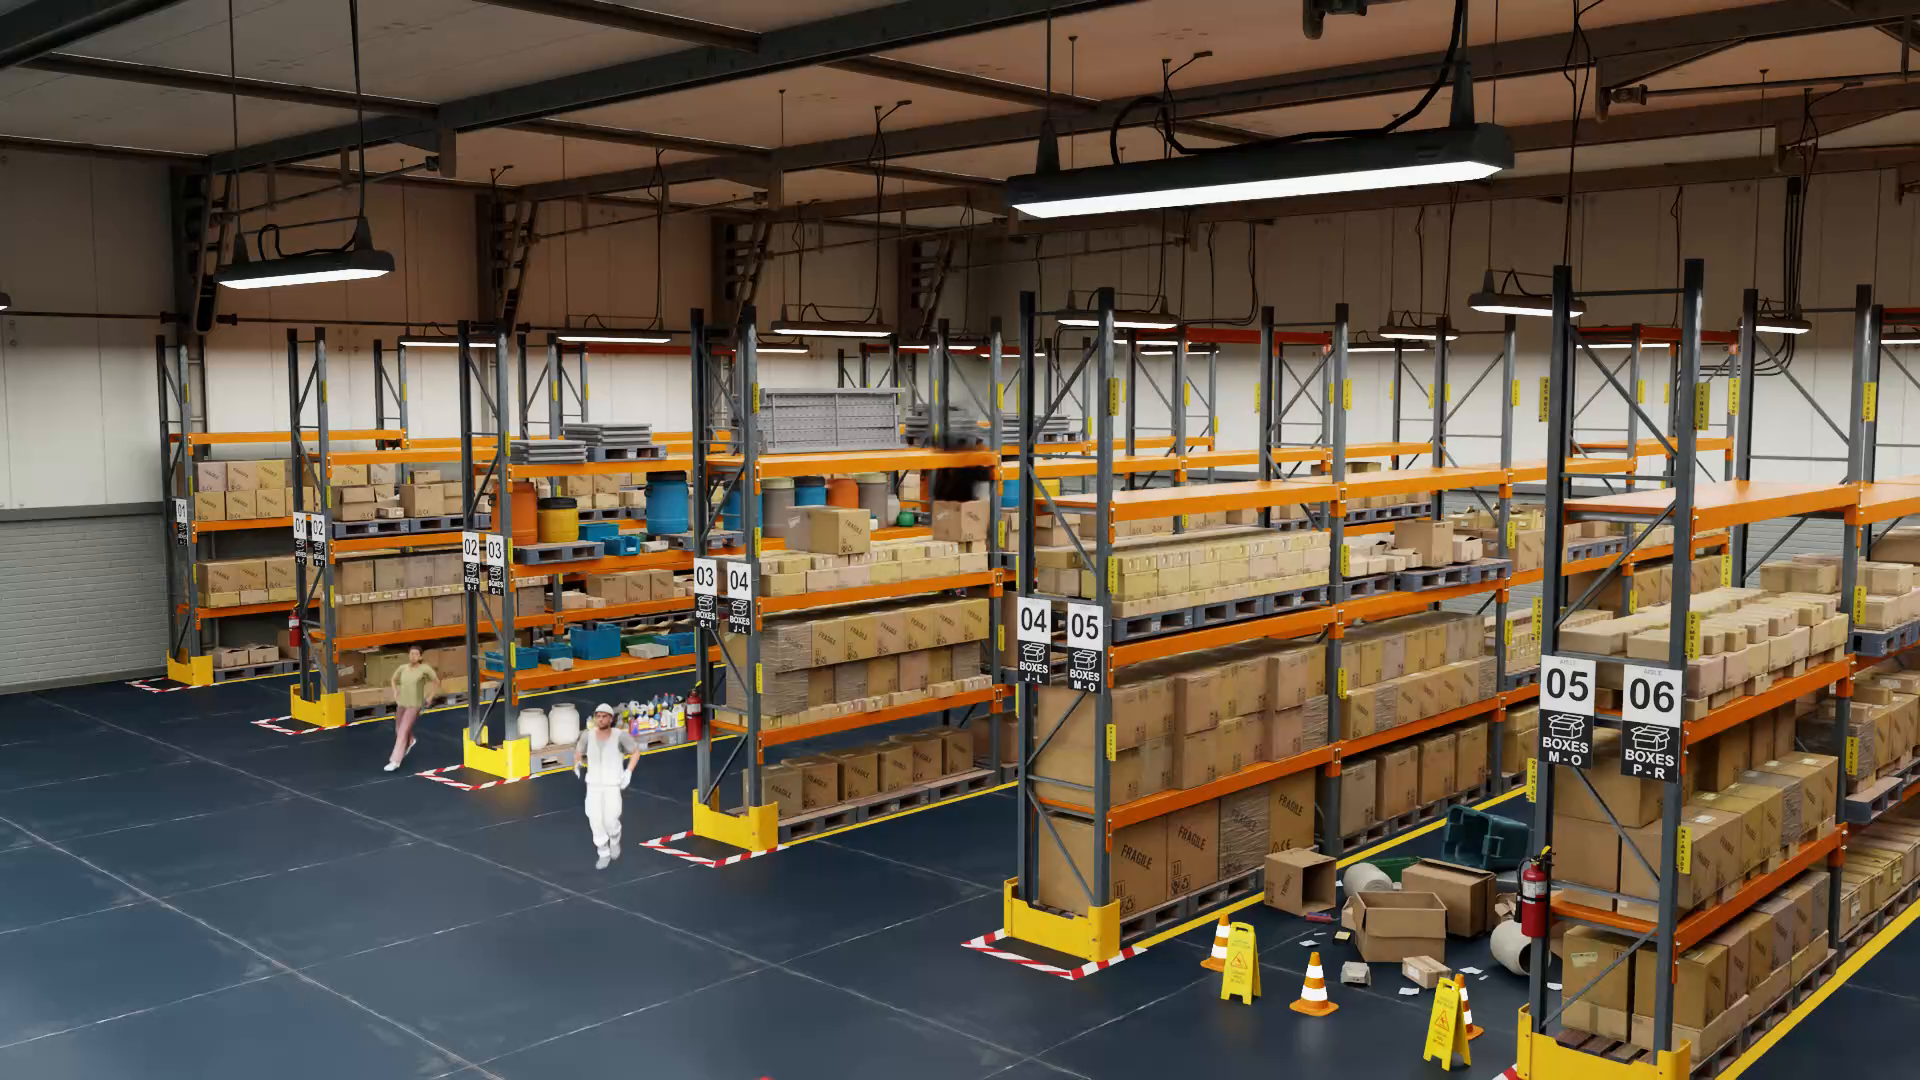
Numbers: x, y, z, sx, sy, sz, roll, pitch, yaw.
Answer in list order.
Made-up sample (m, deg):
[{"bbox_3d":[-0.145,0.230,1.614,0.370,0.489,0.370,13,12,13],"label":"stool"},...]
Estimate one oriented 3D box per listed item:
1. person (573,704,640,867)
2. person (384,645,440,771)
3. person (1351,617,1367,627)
[{"bbox_3d":[-3.819,2.629,17.773,0.684,1.752,0.584,1,5,5],"label":"person"},{"bbox_3d":[-7.397,2.230,22.451,0.634,1.630,0.933,1,5,6],"label":"person"},{"bbox_3d":[6.004,1.982,25.193,0.636,1.664,0.507,4,7,36],"label":"person"}]
